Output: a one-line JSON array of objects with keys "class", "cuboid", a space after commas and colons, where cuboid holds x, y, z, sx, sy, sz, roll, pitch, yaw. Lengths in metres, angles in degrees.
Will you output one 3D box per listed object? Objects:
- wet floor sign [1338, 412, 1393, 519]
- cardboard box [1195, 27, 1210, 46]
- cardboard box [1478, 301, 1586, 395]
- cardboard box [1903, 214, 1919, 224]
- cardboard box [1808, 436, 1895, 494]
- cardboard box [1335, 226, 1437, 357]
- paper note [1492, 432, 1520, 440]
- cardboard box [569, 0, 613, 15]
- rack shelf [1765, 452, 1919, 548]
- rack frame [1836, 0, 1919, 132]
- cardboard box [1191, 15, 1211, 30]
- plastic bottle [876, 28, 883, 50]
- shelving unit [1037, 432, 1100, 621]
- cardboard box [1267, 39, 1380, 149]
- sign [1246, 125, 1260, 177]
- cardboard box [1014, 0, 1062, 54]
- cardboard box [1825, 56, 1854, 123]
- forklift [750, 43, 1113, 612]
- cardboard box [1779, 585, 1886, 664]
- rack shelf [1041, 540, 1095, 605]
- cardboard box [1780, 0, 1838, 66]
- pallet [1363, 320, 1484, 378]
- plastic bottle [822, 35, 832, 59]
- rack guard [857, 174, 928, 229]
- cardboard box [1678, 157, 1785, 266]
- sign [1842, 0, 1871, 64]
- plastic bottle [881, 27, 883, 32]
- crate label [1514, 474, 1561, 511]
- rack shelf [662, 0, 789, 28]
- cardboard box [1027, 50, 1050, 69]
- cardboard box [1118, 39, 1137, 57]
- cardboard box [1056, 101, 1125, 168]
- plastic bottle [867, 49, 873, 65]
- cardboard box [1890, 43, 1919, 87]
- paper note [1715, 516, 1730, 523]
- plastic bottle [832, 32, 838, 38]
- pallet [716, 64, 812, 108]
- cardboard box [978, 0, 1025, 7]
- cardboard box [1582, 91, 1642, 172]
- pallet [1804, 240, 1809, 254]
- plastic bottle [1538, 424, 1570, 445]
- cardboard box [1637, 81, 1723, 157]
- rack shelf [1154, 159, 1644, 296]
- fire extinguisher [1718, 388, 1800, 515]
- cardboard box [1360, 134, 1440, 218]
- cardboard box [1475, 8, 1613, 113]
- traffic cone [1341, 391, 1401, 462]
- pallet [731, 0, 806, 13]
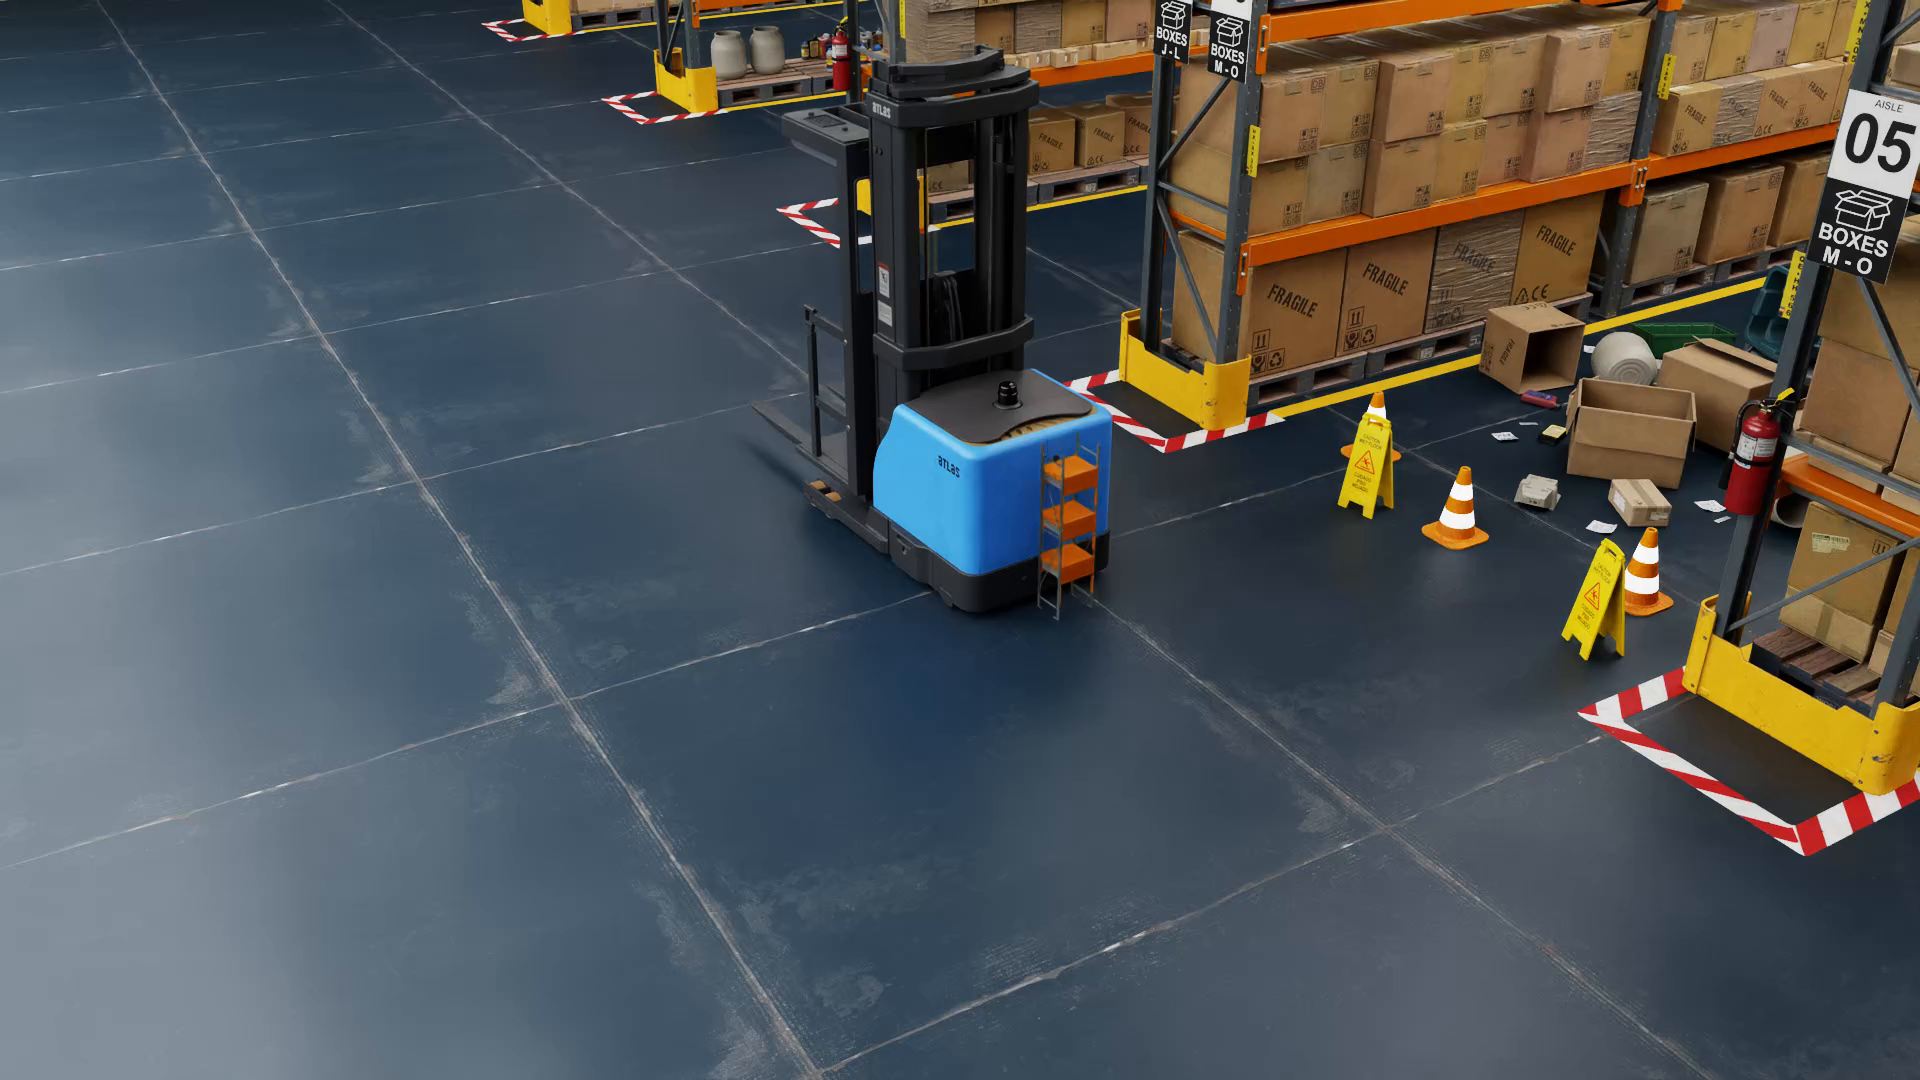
[{"class": "wet floor sign", "cuboid": [2.619, -0.499, 10.584, 0.232, 0.644, 0.267, -22, 36, -35]}, {"class": "cardboard box", "cuboid": [2.407, -5.089, 16.725, 0.250, 0.149, 0.380, -16, 33, -26]}, {"class": "cardboard box", "cuboid": [4.271, -1.440, 12.437, 0.500, 0.500, 0.500, -10, 30, -18]}, {"class": "cardboard box", "cuboid": [5.006, -1.272, 8.103, 0.500, 0.500, 0.700, -16, 32, -26]}, {"class": "cardboard box", "cuboid": [4.450, -0.395, 8.219, 0.250, 0.149, 0.380, -15, 32, -25]}, {"class": "cardboard box", "cuboid": [2.950, -2.025, 12.677, 0.875, 0.875, 0.875, -16, 33, -27]}, {"class": "paper note", "cuboid": [3.817, -0.727, 11.636, 0.142, 0.017, 0.144, -5, 29, -9]}, {"class": "cardboard box", "cuboid": [-5.225, -7.599, 23.424, 0.500, 0.250, 0.500, -16, 33, -26]}, {"class": "rack shelf", "cuboid": [5.960, -0.499, 8.892, 4.000, 0.370, 1.077, -16, 33, -26]}, {"class": "rack frame", "cuboid": [4.236, -2.950, 6.381, 0.127, 3.000, 1.000, -16, 33, -26]}, {"class": "cardboard box", "cuboid": [2.244, -5.521, 16.837, 0.500, 0.500, 0.875, -16, 33, -26]}, {"class": "plastic bottle", "cuboid": [-1.022, -6.370, 21.155, 0.097, 0.271, 0.097, 0, 29, 0]}, {"class": "shelving unit", "cuboid": [0.609, -0.070, 9.388, 0.252, 1.050, 0.215, -19, 34, -30]}, {"class": "cardboard box", "cuboid": [2.408, -3.147, 11.674, 0.550, 0.550, 0.875, -16, 33, -26]}, {"class": "sign", "cuboid": [1.917, -2.542, 10.872, 0.005, 0.325, 0.100, -16, 33, -26]}, {"class": "cardboard box", "cuboid": [0.526, -5.026, 15.940, 0.500, 0.500, 0.875, -16, 33, -26]}, {"class": "cardboard box", "cuboid": [7.424, -3.897, 14.202, 0.500, 0.500, 0.500, -16, 33, -27]}, {"class": "forklift", "cuboid": [-0.351, -1.536, 10.098, 1.130, 2.935, 3.031, -18, 34, -29]}, {"class": "cardboard box", "cuboid": [4.817, 0.380, 8.966, 0.500, 0.250, 0.500, -16, 33, -27]}, {"class": "rack shelf", "cuboid": [0.609, 0.183, 9.527, 0.240, 0.259, 0.215, -19, 34, -30]}, {"class": "cardboard box", "cuboid": [6.829, -4.319, 13.932, 0.500, 0.500, 0.700, -16, 33, -27]}, {"class": "pallet", "cuboid": [3.341, -1.665, 13.147, 1.213, 0.211, 1.003, -16, 33, -26]}, {"class": "plastic bottle", "cuboid": [-1.647, -6.157, 20.757, 0.133, 0.283, 0.061, -16, 33, -26]}, {"class": "rack guard", "cuboid": [-0.719, -3.376, 15.949, 0.348, 0.500, 1.175, -16, 33, -26]}, {"class": "cardboard box", "cuboid": [6.413, -2.963, 14.507, 0.750, 0.750, 1.050, -16, 33, -26]}, {"class": "sign", "cuboid": [3.972, -2.261, 7.320, 0.005, 0.325, 0.100, -16, 33, -26]}, {"class": "plastic bottle", "cuboid": [-0.914, -6.457, 21.229, 0.185, 0.351, 0.144, -17, 33, -28]}, {"class": "crate label", "cuboid": [3.744, -0.311, 10.769, 0.250, 0.136, 0.298, 15, 32, 26]}, {"class": "rack shelf", "cuboid": [-1.570, -6.690, 20.111, 4.000, 0.370, 1.077, -16, 33, -26]}, {"class": "cardboard box", "cuboid": [0.656, -4.621, 15.878, 0.250, 0.149, 0.380, -16, 33, -26]}, {"class": "cardboard box", "cuboid": [1.525, -4.861, 16.312, 0.250, 0.149, 0.380, -16, 33, -26]}, {"class": "cardboard box", "cuboid": [1.313, -4.112, 16.846, 0.500, 0.500, 0.500, -19, 34, -31]}, {"class": "plastic bottle", "cuboid": [-1.106, -5.930, 20.429, 0.097, 0.201, 0.097, 0, 29, 0]}, {"class": "cardboard box", "cuboid": [4.378, -2.082, 7.347, 0.250, 0.149, 0.380, -16, 32, -26]}, {"class": "paper note", "cuboid": [4.850, -0.131, 10.575, 0.123, 0.001, 0.032, -16, 33, -26]}, {"class": "plastic bottle", "cuboid": [-1.582, -6.232, 20.900, 0.135, 0.276, 0.152, -17, 33, -28]}, {"class": "pallet", "cuboid": [-2.549, -5.529, 20.149, 1.213, 0.211, 1.003, -16, 33, -26]}, {"class": "cardboard box", "cuboid": [0.262, -5.205, 15.228, 0.500, 0.500, 0.500, -16, 33, -26]}, {"class": "cardboard box", "cuboid": [4.777, -3.311, 13.088, 0.550, 0.550, 0.875, -16, 33, -26]}, {"class": "pallet", "cuboid": [7.820, -2.937, 15.452, 1.213, 0.211, 1.003, -16, 33, -26]}, {"class": "plastic bottle", "cuboid": [4.165, -0.748, 11.641, 0.133, 0.061, 0.283, 22, 36, 34]}, {"class": "cardboard box", "cuboid": [5.679, -3.401, 13.303, 0.500, 0.500, 0.500, -15, 32, -26]}, {"class": "rack shelf", "cuboid": [3.365, -2.536, 12.583, 4.000, 0.370, 1.077, -16, 33, -26]}, {"class": "fire extinguisher", "cuboid": [3.904, -0.454, 8.146, 0.183, 0.674, 0.296, -16, 33, -26]}, {"class": "cardboard box", "cuboid": [2.947, -2.765, 12.099, 0.550, 0.550, 0.875, -16, 33, -26]}, {"class": "cardboard box", "cuboid": [4.339, -3.620, 12.530, 0.550, 0.550, 0.875, -16, 33, -26]}, {"class": "traffic cone", "cuboid": [2.818, -0.789, 11.299, 0.334, 0.463, 0.336, -16, 33, -26]}, {"class": "pallet", "cuboid": [-3.059, -8.161, 24.918, 1.213, 0.211, 1.003, -16, 33, -26]}]
